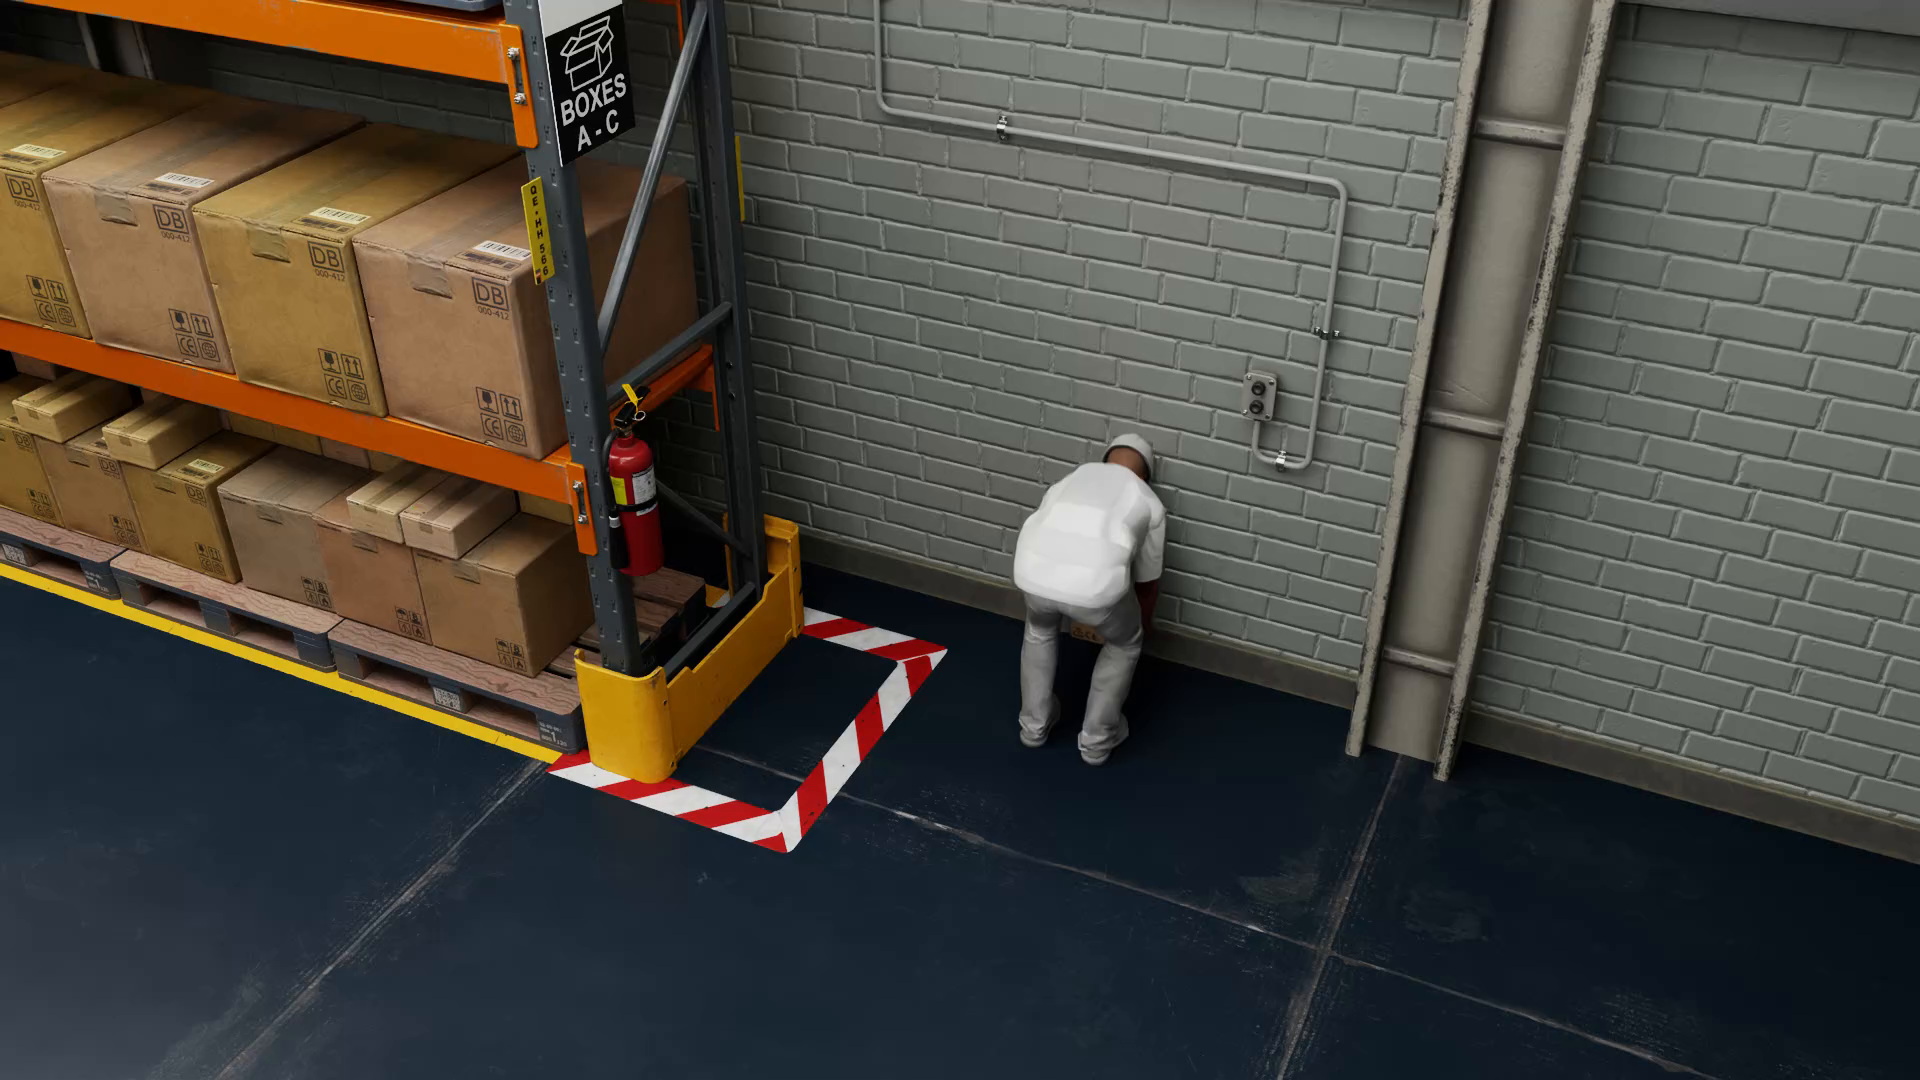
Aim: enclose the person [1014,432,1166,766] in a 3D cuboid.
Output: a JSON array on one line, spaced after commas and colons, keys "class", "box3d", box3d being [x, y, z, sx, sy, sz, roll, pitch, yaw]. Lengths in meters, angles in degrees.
[{"class": "person", "box3d": [0.518, 0.208, 6.427, 0.487, 1.076, 0.982, 13, 36, 19]}]
